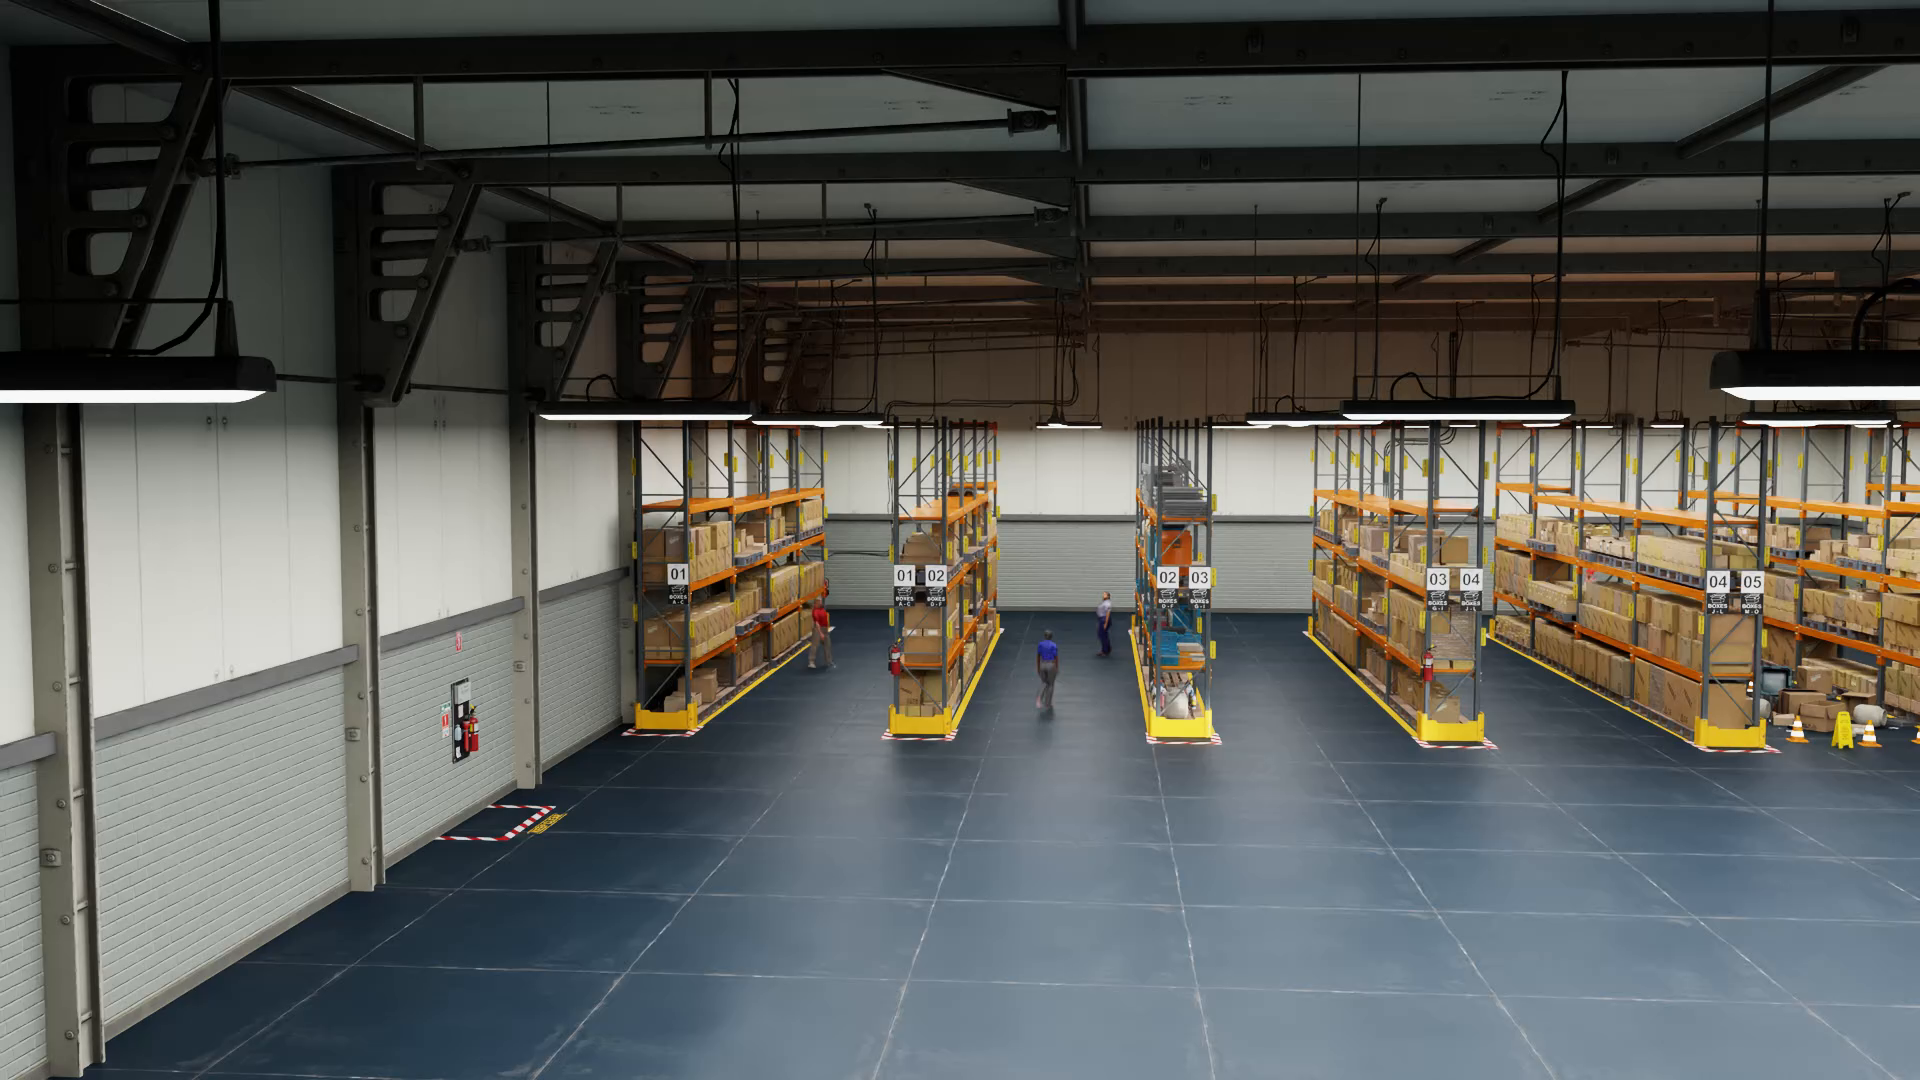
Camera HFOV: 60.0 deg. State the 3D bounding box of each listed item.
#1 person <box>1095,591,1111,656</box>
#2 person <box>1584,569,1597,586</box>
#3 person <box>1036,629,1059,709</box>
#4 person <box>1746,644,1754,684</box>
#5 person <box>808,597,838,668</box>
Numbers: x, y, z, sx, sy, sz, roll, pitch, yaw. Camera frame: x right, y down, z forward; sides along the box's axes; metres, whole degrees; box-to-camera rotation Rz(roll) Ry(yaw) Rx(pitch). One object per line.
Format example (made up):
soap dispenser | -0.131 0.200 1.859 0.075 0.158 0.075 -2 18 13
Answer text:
person | 3.660 2.131 42.455 0.428 1.643 0.563 0 4 6
person | 18.227 1.700 47.941 0.658 1.758 0.568 -1 4 -12
person | 1.806 2.653 34.173 0.451 1.649 0.466 3 5 37
person | 17.822 2.439 37.435 0.519 1.694 0.675 0 4 -7
person | -3.348 2.248 40.286 0.559 1.754 0.697 2 4 27
